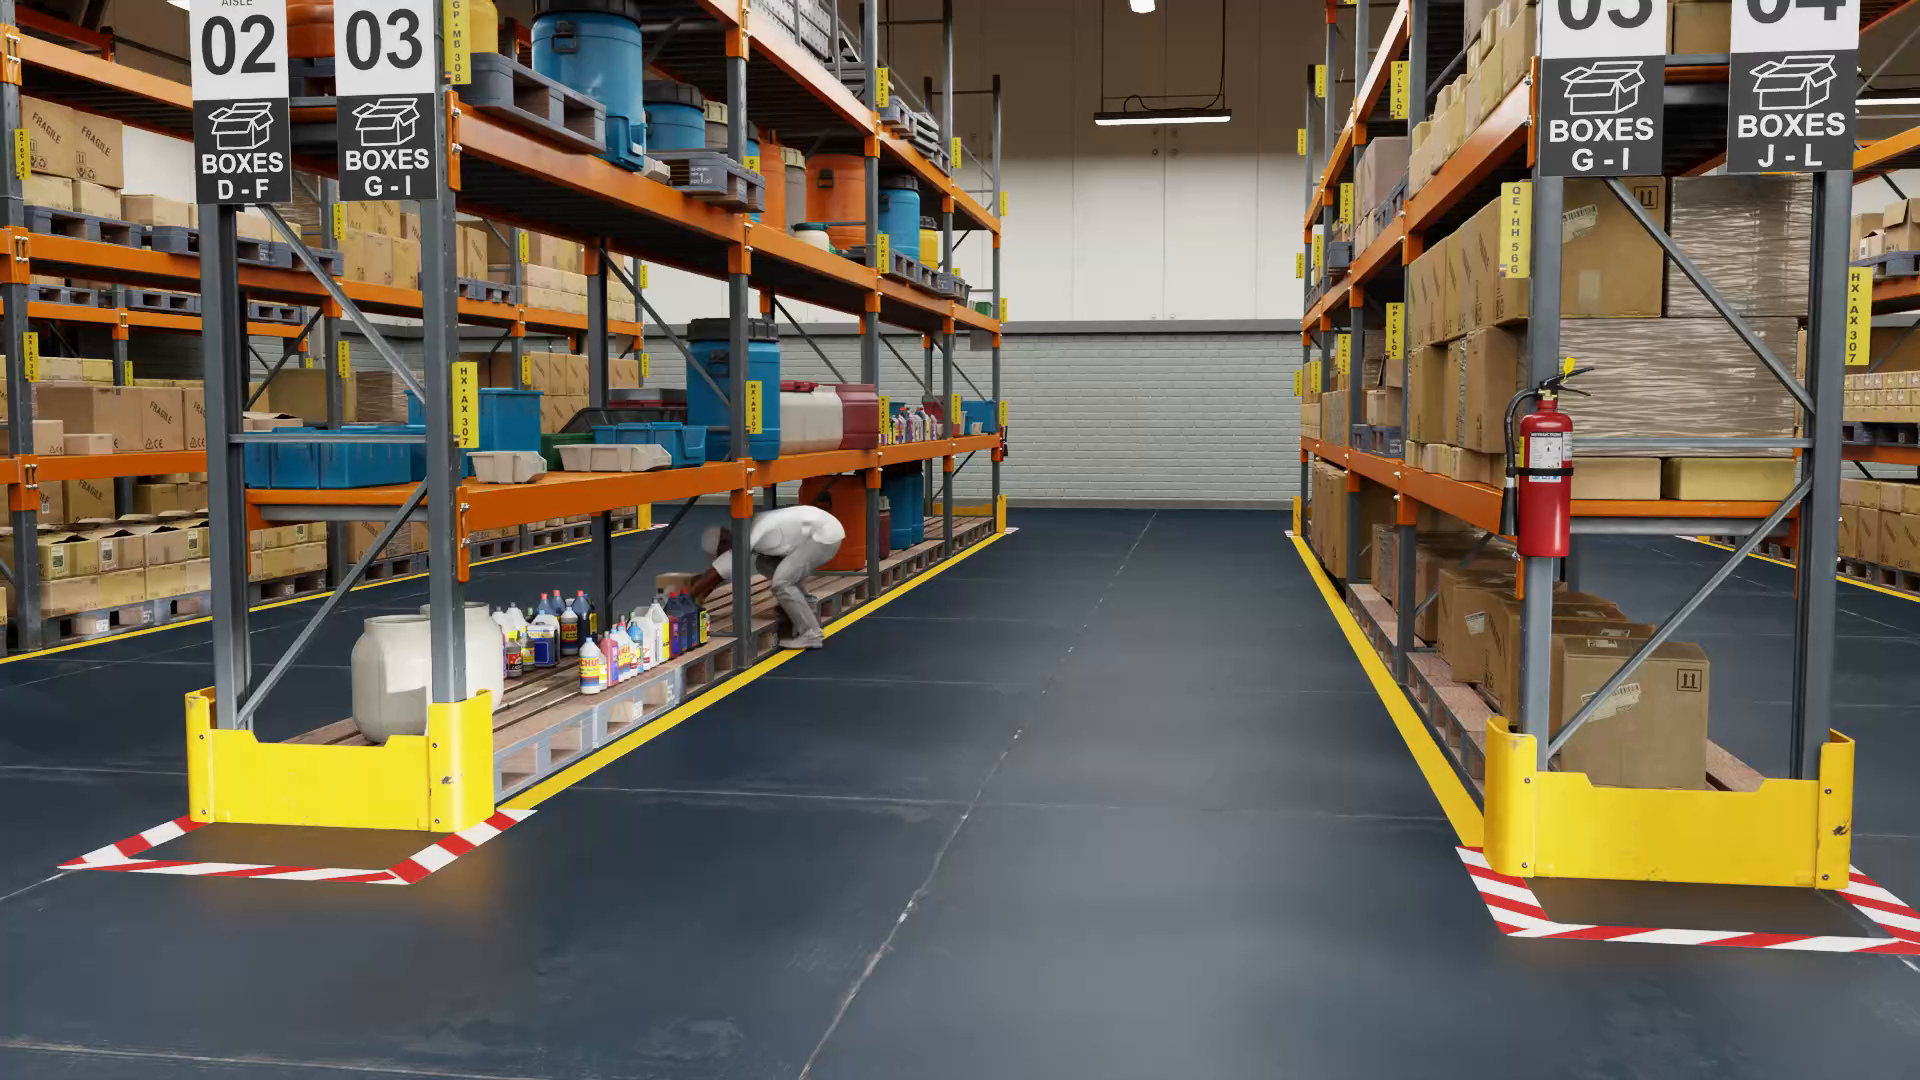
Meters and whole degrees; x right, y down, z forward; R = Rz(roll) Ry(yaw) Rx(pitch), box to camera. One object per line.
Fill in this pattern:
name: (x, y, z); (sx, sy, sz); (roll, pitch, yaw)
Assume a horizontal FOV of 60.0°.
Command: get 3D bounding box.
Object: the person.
person: (-1.407, 0.252, 11.382); (1.240, 0.967, 0.513); (-1, 5, -10)
